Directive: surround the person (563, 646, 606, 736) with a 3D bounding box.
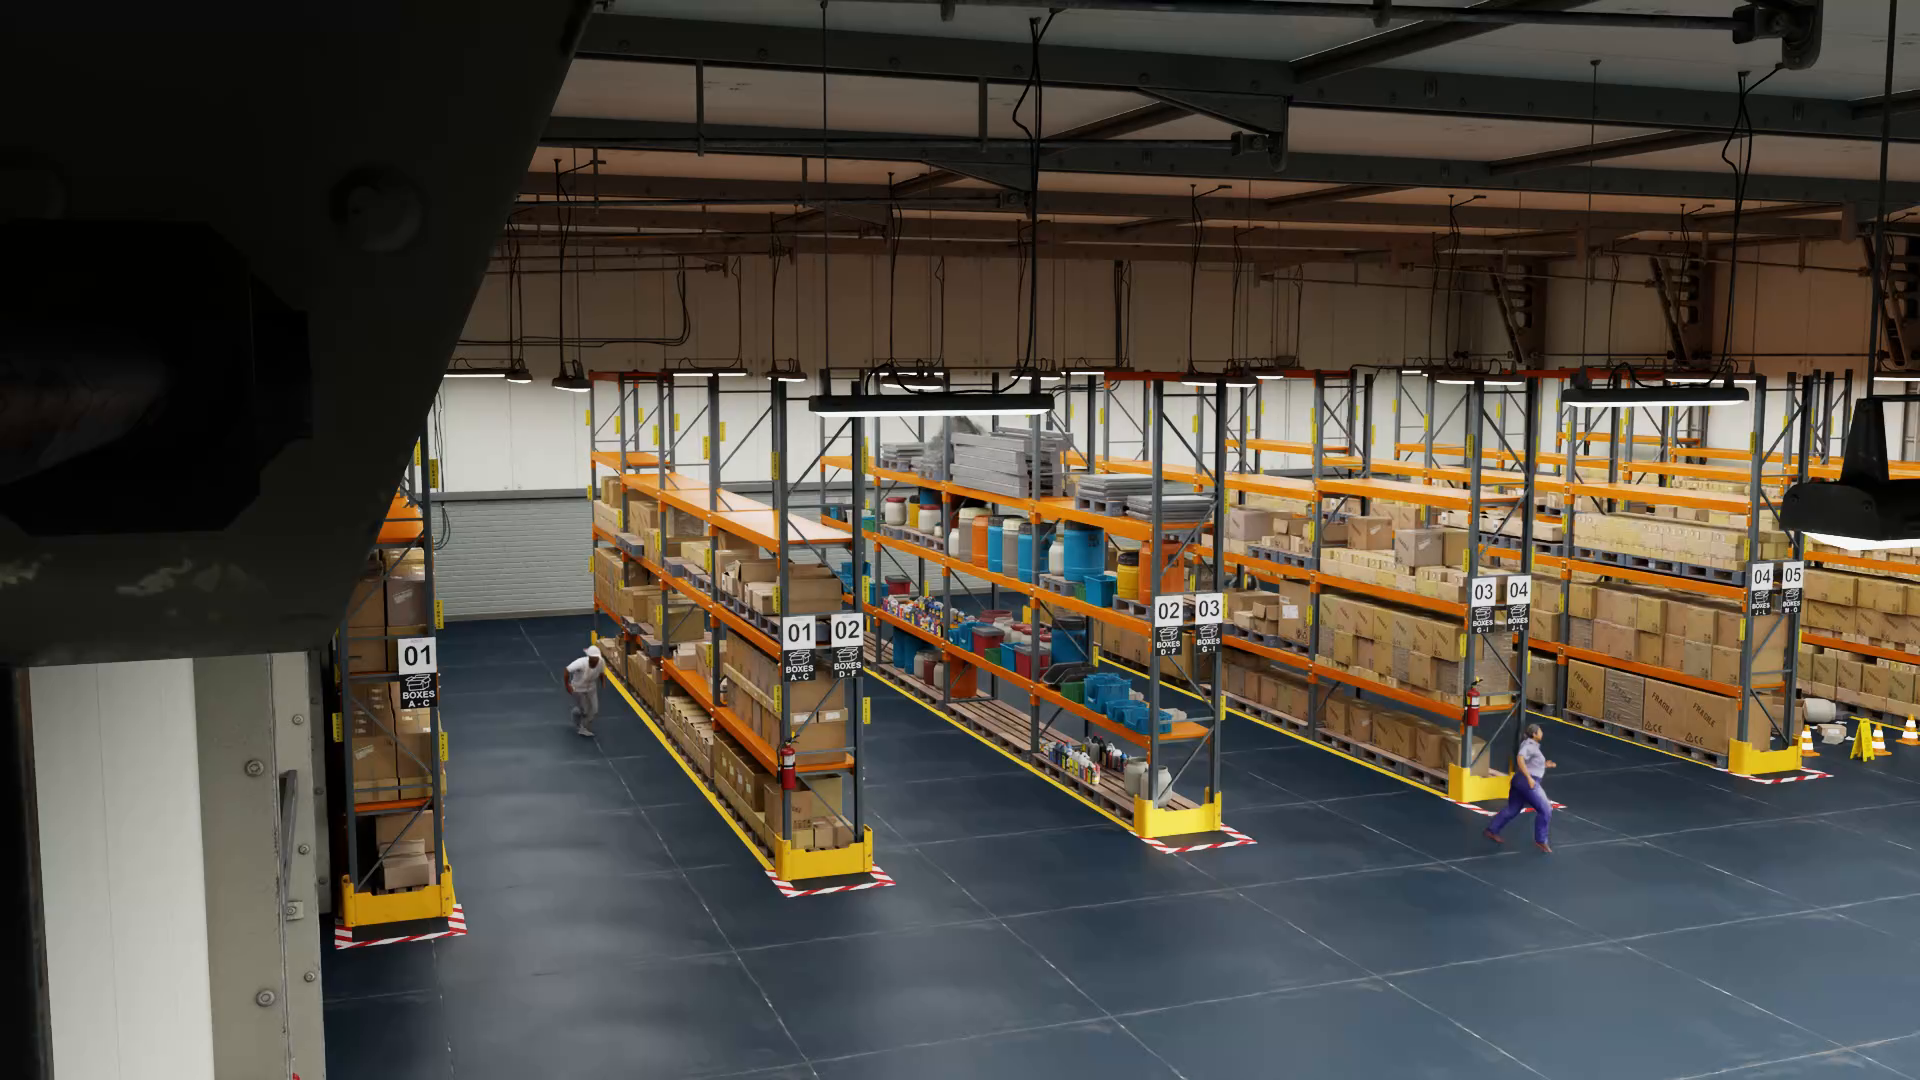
[{"bbox_3d":[-6.227,2.490,27.534,0.725,1.566,0.944,-5,8,-39],"label":"person"}]

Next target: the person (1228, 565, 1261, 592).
[{"bbox_3d":[6.322,1.395,36.637,0.616,1.748,0.726,-3,7,-26],"label":"person"}]

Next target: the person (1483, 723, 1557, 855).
[{"bbox_3d":[7.148,3.167,21.151,0.864,1.696,0.637,0,6,3],"label":"person"}]
